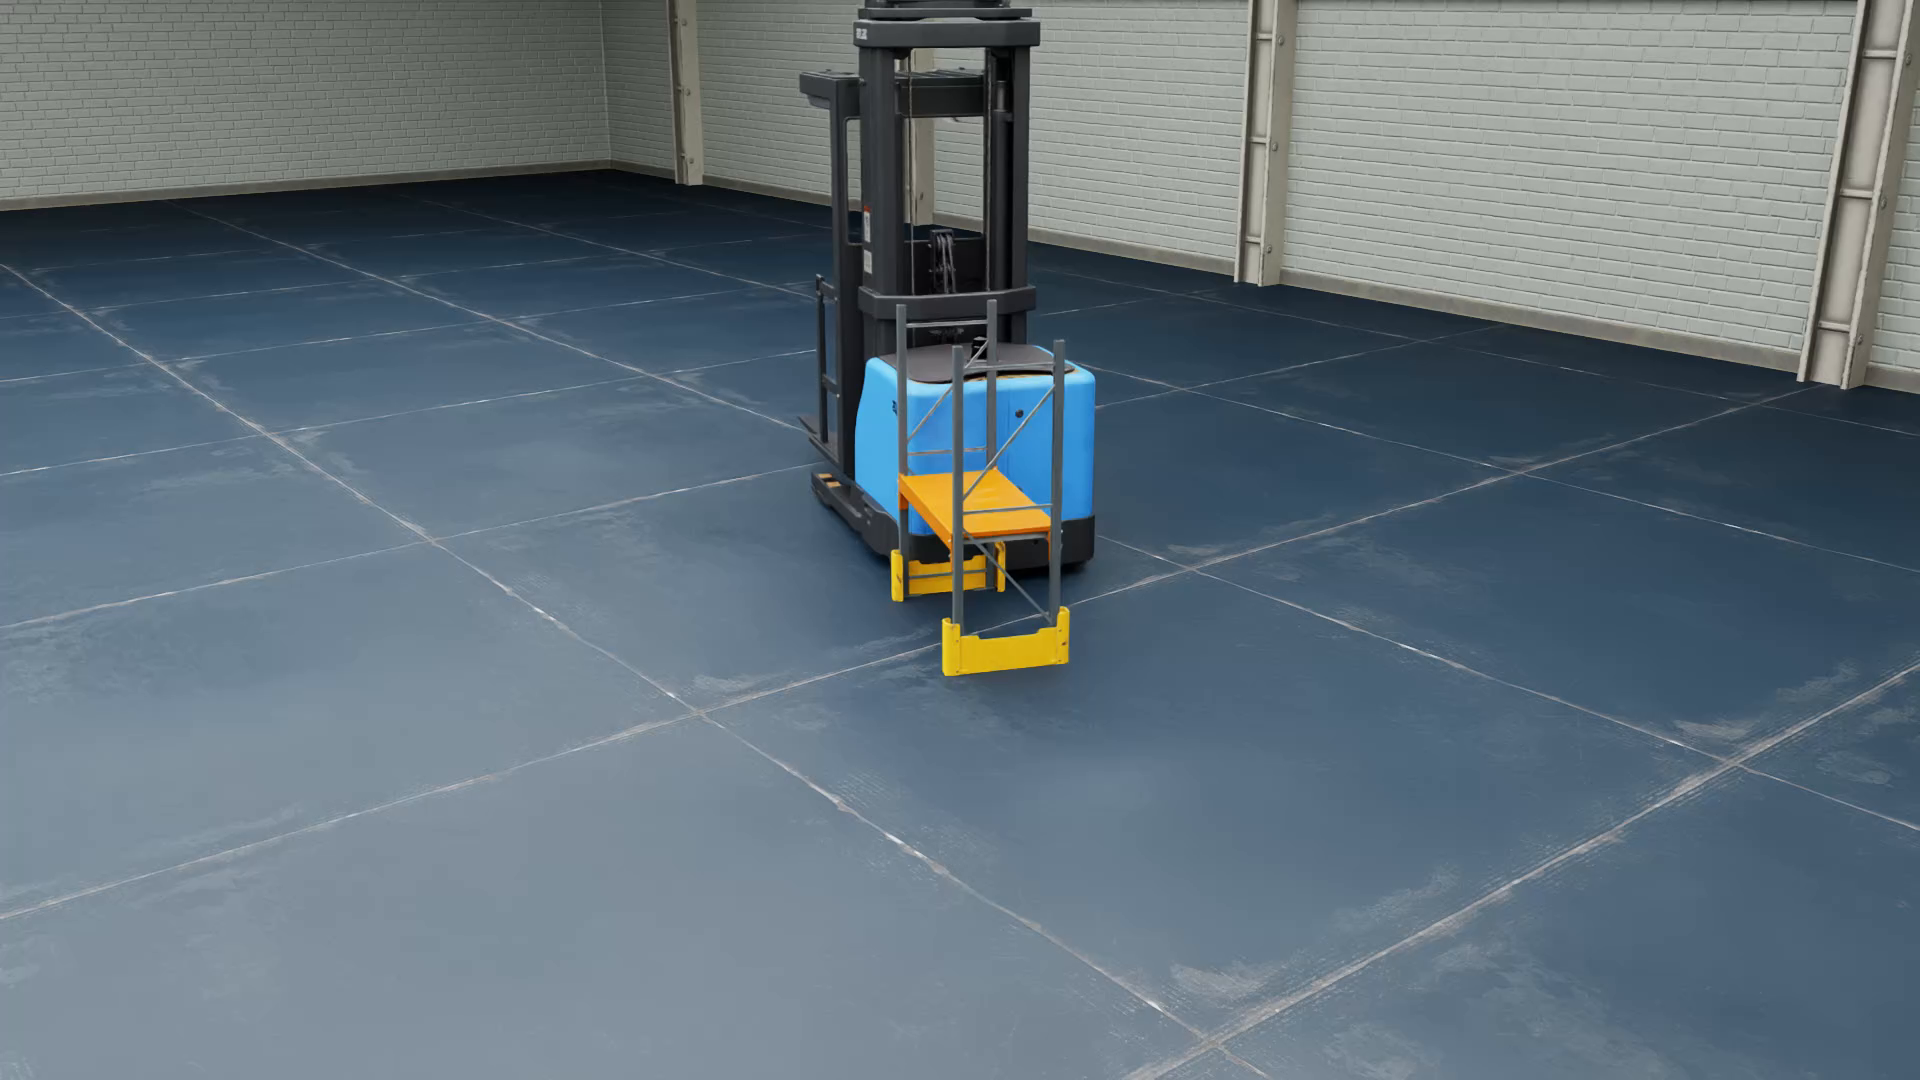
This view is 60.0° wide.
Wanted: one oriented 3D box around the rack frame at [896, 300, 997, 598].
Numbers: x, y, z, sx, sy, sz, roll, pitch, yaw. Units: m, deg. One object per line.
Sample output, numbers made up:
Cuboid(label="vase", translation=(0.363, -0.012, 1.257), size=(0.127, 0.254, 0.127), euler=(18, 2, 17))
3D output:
Cuboid(label="rack frame", translation=(-0.063, -0.439, 8.304), size=(0.500, 1.500, 0.032), euler=(-5, 19, -15))

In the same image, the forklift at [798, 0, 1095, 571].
Cuboid(label="forklift", translation=(-0.261, -1.612, 9.569), size=(1.130, 2.935, 3.031), euler=(-6, 19, -19))

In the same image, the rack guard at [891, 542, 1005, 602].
Cuboid(label="rack guard", translation=(-0.058, 0.160, 8.482), size=(0.587, 0.250, 0.087), euler=(-5, 19, -15))

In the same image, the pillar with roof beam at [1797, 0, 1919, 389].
Cuboid(label="pillar with roof beam", translation=(3.496, -4.677, 9.171), size=(9.100, 9.000, 0.400), euler=(-14, 23, -36))

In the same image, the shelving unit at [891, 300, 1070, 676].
Cuboid(label="shelving unit", translation=(0.076, -0.283, 7.831), size=(0.587, 1.500, 1.083), euler=(-5, 19, -15))

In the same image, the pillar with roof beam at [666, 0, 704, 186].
Cuboid(label="pillar with roof beam", translation=(-7.680, -9.112, 22.566), size=(9.100, 9.000, 0.400), euler=(-14, 23, -36))

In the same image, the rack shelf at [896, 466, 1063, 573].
Cuboid(label="rack shelf", translation=(0.074, -0.115, 7.895), size=(0.538, 0.185, 1.000), euler=(-5, 19, -15))

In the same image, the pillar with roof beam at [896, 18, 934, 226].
Cuboid(label="pillar with roof beam", translation=(-3.955, -7.634, 18.101), size=(9.100, 9.000, 0.400), euler=(-14, 23, -36))

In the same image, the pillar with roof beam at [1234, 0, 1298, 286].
Cuboid(label="pillar with roof beam", translation=(-0.229, -6.155, 13.636), size=(9.100, 9.000, 0.400), euler=(-14, 23, -36))

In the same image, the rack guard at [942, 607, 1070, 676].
Cuboid(label="rack guard", translation=(0.210, 0.461, 7.572), size=(0.587, 0.250, 0.087), euler=(-5, 19, -15))

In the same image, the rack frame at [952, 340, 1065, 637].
Cuboid(label="rack frame", translation=(0.211, -0.132, 7.374), size=(0.500, 1.500, 0.032), euler=(-5, 19, -15))
